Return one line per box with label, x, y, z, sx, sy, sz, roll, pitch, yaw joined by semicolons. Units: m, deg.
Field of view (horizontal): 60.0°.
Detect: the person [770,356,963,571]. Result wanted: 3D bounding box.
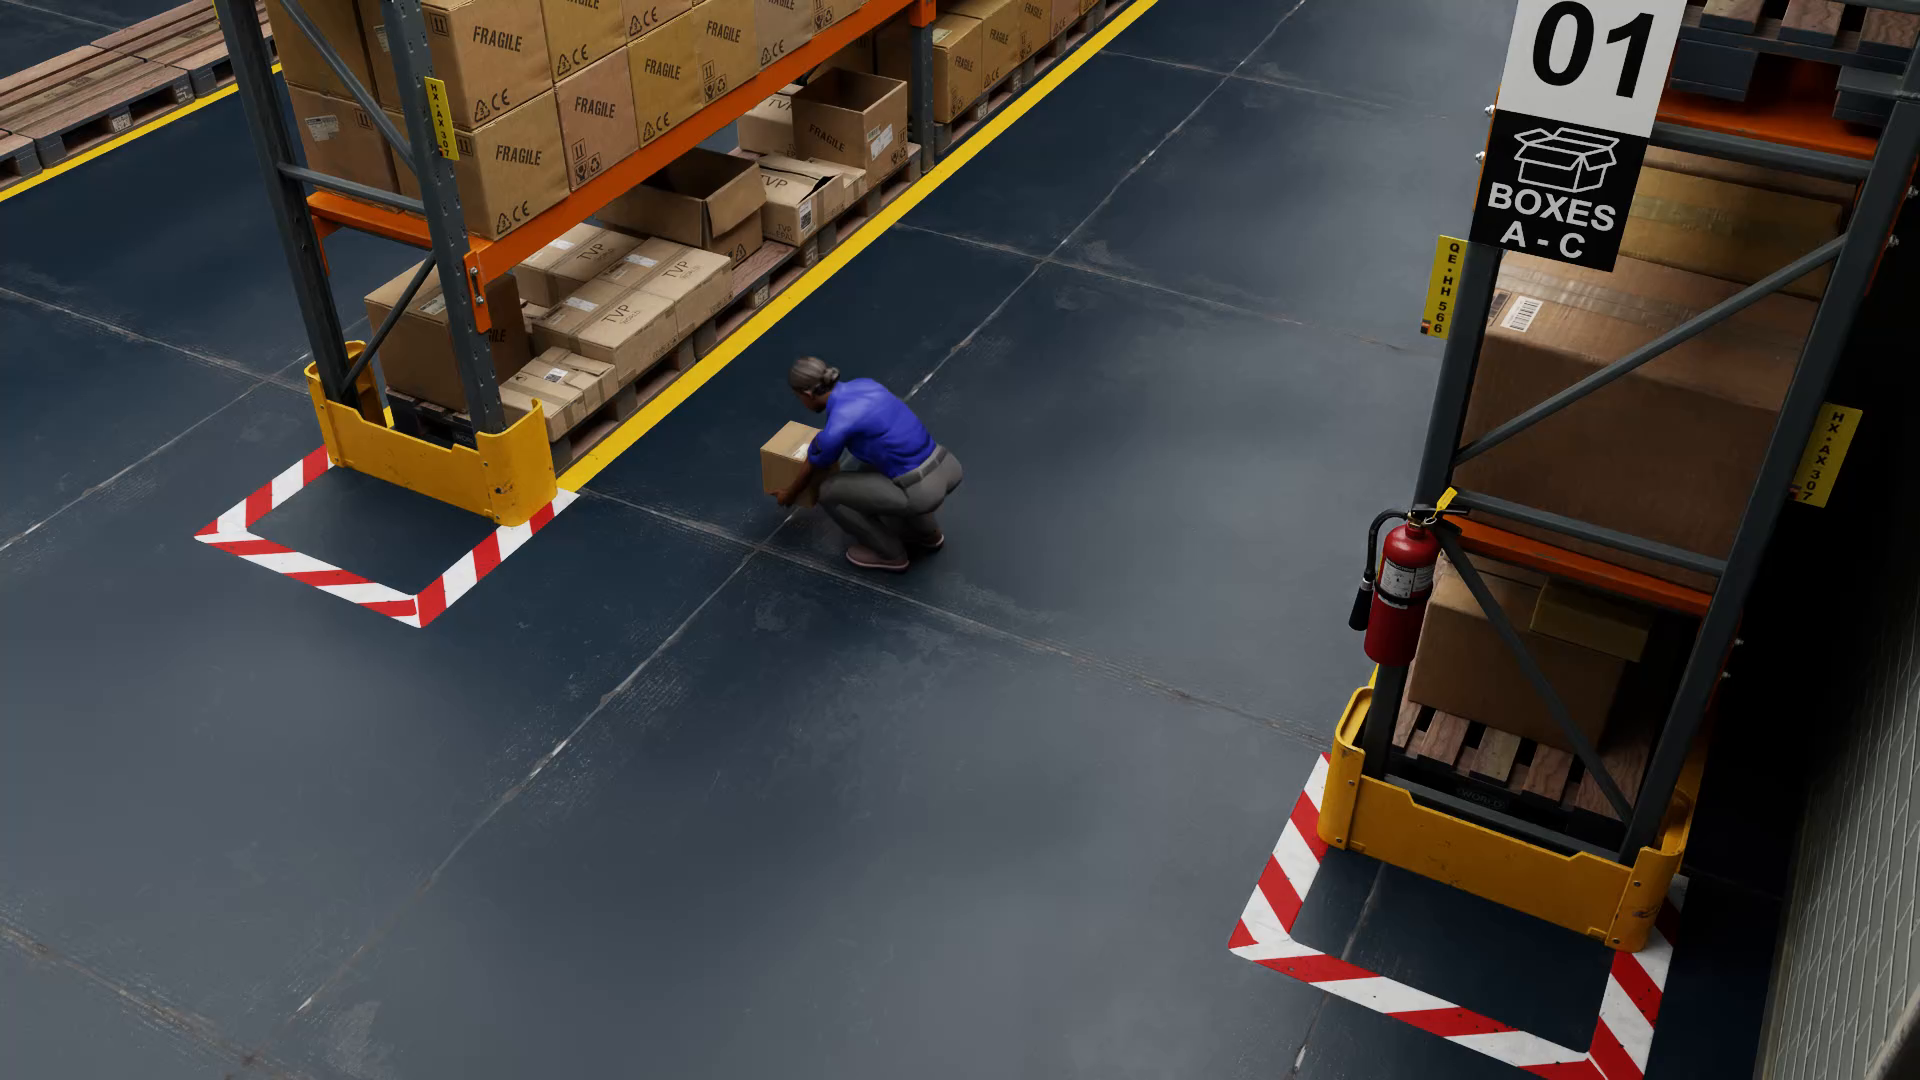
person;-0.412;-0.346;7.188;0.845;0.945;0.462;17;41;20
